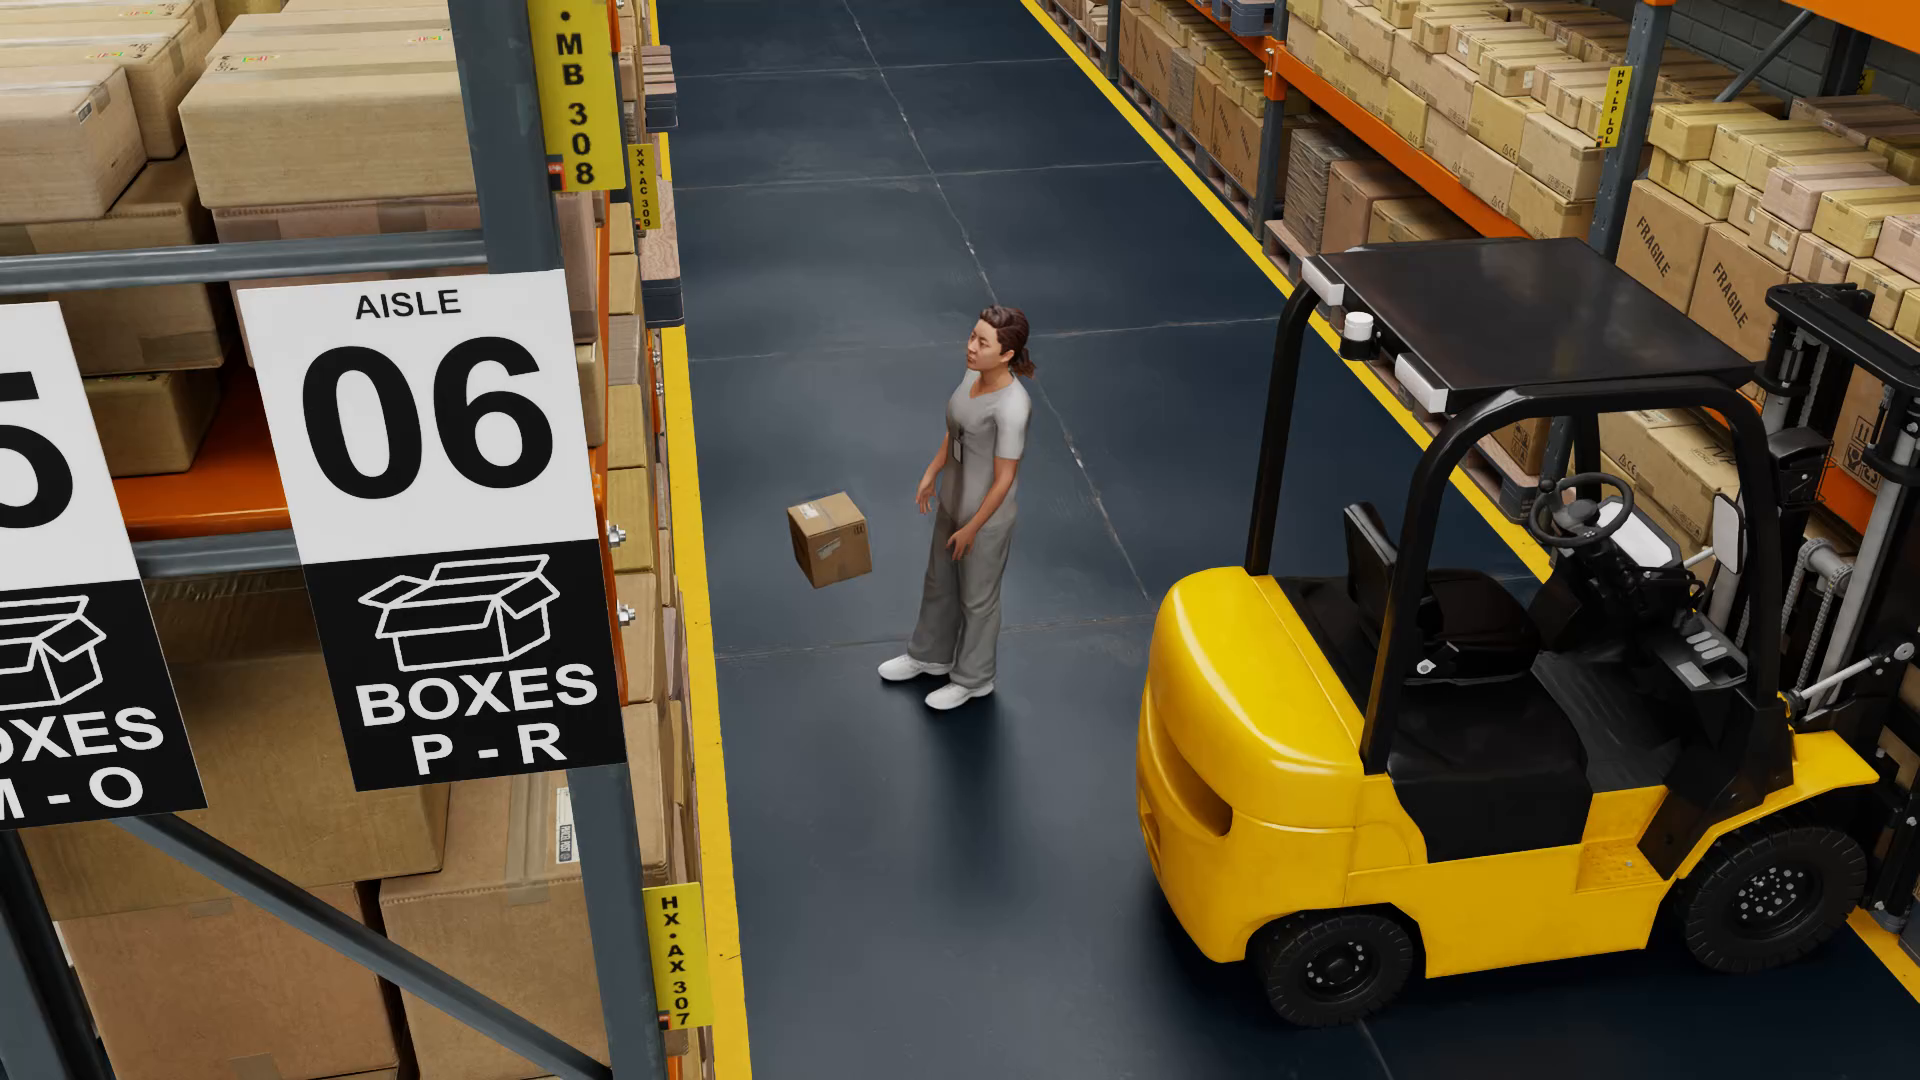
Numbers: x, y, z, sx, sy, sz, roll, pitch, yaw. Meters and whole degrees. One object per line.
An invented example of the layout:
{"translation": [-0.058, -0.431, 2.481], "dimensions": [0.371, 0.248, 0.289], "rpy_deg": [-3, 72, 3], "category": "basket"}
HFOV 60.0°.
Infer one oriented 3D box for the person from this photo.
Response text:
{"translation": [0.005, -0.102, 6.290], "dimensions": [0.554, 1.674, 0.522], "rpy_deg": [-12, 33, -19], "category": "person"}
